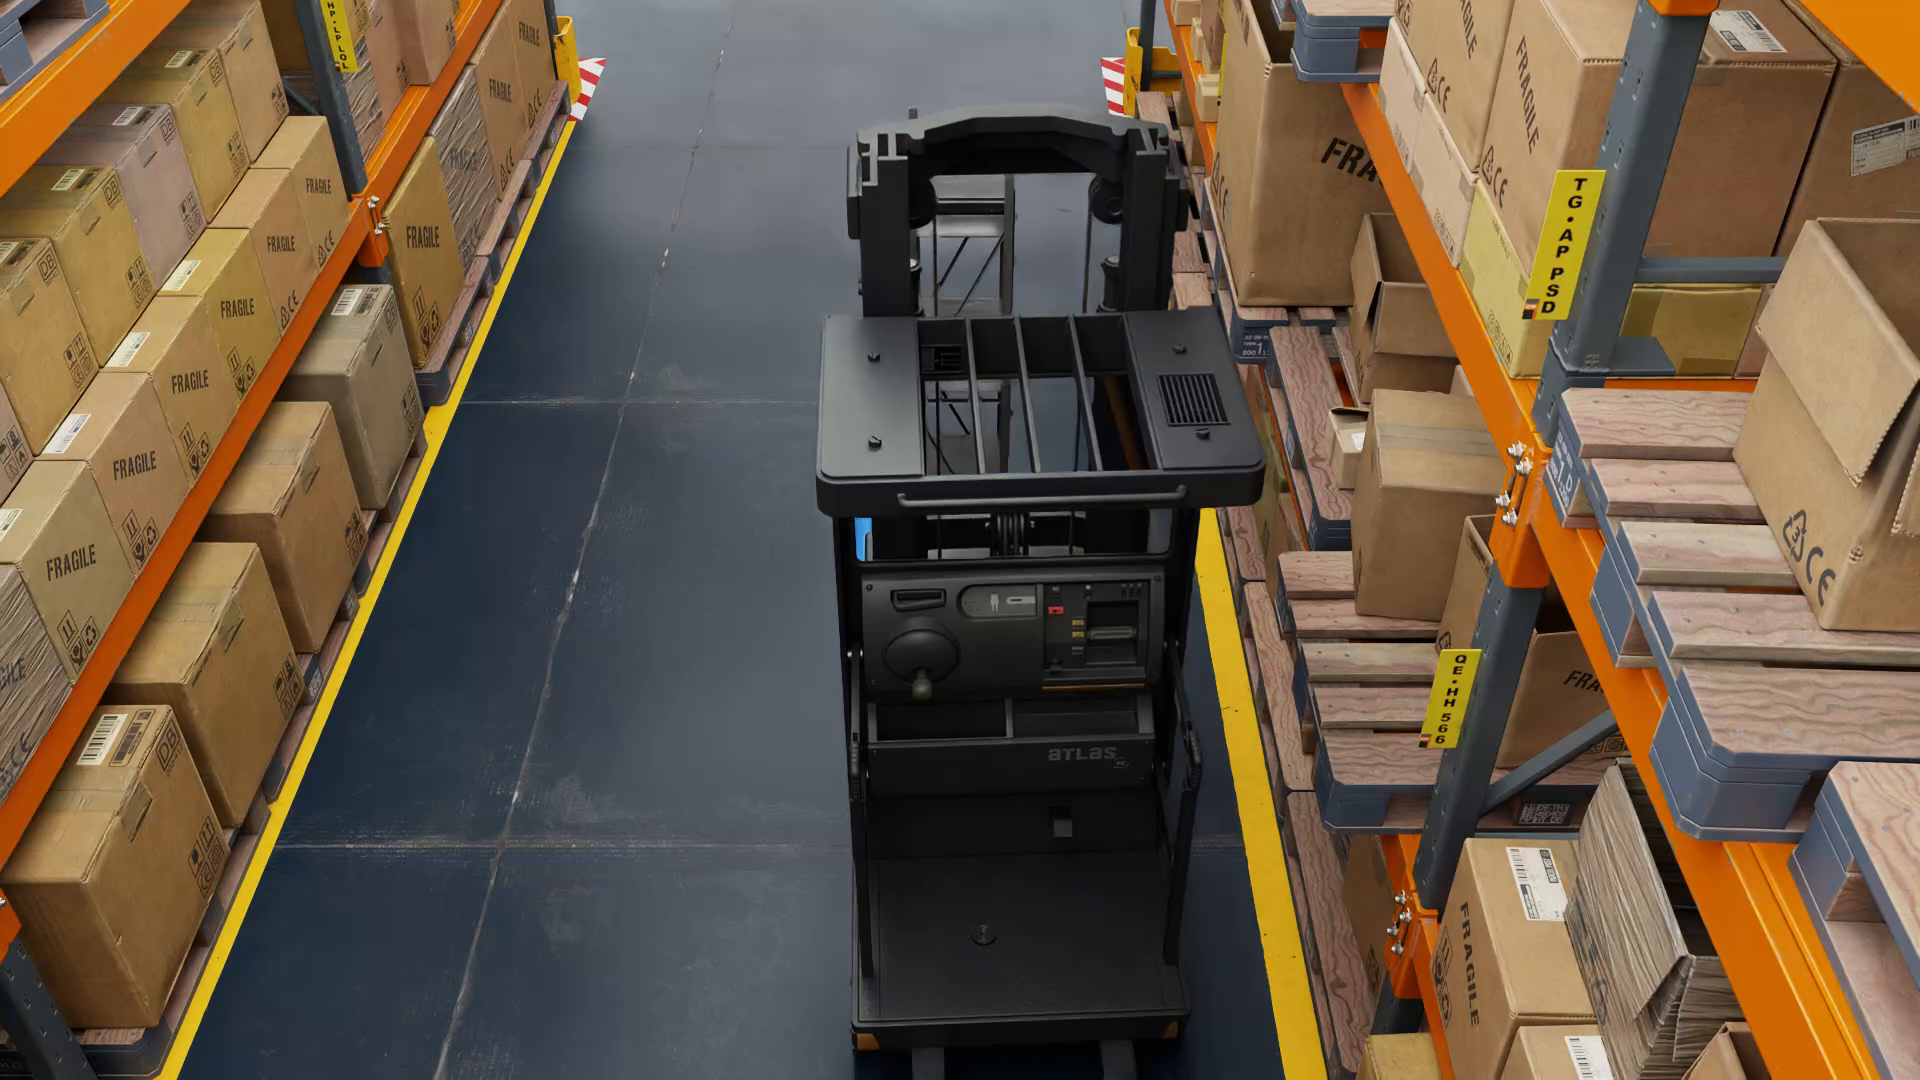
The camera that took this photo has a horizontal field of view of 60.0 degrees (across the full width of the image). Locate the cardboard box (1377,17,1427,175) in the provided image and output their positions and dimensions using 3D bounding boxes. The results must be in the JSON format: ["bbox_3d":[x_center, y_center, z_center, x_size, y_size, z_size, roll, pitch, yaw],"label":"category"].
[{"bbox_3d":[1.467,-1.233,4.612,0.500,0.250,0.500,1,39,1],"label":"cardboard box"}]

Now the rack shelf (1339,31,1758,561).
[{"bbox_3d":[1.722,-1.340,5.201,1.077,0.370,4.000,0,39,0],"label":"rack shelf"}]

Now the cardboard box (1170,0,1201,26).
[{"bbox_3d":[1.382,-2.988,9.281,0.380,0.149,0.250,0,39,0],"label":"cardboard box"}]

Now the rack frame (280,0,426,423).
[{"bbox_3d":[-3.240,-1.761,7.549,1.000,3.000,0.127,0,39,0],"label":"rack frame"}]

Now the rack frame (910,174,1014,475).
[{"bbox_3d":[0.000,-0.563,6.774,0.400,2.100,0.015,0,39,0],"label":"rack frame"}]

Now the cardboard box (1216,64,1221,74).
[{"bbox_3d":[1.514,-2.363,8.501,0.380,0.149,0.250,0,39,0],"label":"cardboard box"}]

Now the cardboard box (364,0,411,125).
[{"bbox_3d":[-3.276,-2.394,8.219,0.875,0.550,0.550,0,39,0],"label":"cardboard box"}]

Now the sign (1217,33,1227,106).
[{"bbox_3d":[1.177,-2.034,7.197,0.100,0.325,0.005,0,39,0],"label":"sign"}]

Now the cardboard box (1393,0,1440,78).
[{"bbox_3d":[1.477,-1.533,4.386,0.500,0.500,0.500,1,39,1],"label":"cardboard box"}]

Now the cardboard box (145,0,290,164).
[{"bbox_3d":[-3.234,-1.880,6.817,0.700,0.500,0.500,-1,39,-1],"label":"cardboard box"}]

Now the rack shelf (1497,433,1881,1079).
[{"bbox_3d":[1.727,1.161,2.079,1.077,0.370,4.000,0,39,0],"label":"rack shelf"}]

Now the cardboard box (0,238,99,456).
[{"bbox_3d":[-3.231,-0.607,5.229,0.700,0.500,0.500,-1,39,-1],"label":"cardboard box"}]

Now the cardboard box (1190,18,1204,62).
[{"bbox_3d":[1.438,-2.676,8.891,0.380,0.149,0.250,0,39,0],"label":"cardboard box"}]

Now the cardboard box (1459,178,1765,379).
[{"bbox_3d":[1.478,-0.609,3.833,0.500,0.250,0.500,0,39,0],"label":"cardboard box"}]

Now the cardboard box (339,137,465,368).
[{"bbox_3d":[-3.171,-1.489,8.573,0.875,0.875,0.875,1,39,1],"label":"cardboard box"}]

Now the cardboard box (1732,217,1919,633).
[{"bbox_3d":[1.797,-0.193,2.775,0.797,0.503,0.637,2,39,3],"label":"cardboard box"}]

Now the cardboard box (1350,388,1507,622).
[{"bbox_3d":[1.583,-0.090,5.047,0.700,0.500,0.500,5,39,7],"label":"cardboard box"}]

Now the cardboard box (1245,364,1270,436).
[{"bbox_3d":[1.699,-0.514,7.639,0.700,0.500,0.500,-3,39,-4],"label":"cardboard box"}]

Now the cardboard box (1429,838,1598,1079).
[{"bbox_3d":[1.453,1.065,3.942,0.500,0.500,0.500,1,39,1],"label":"cardboard box"}]

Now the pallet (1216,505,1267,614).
[{"bbox_3d":[1.722,-0.126,7.739,1.003,0.211,1.213,0,39,0],"label":"pallet"}]

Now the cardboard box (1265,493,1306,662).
[{"bbox_3d":[1.682,0.135,6.831,0.700,0.500,0.500,-3,39,-4],"label":"cardboard box"}]

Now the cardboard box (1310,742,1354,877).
[{"bbox_3d":[1.690,0.838,5.953,0.700,0.500,0.500,-3,39,-4],"label":"cardboard box"}]

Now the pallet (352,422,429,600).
[{"bbox_3d":[-3.164,-0.190,7.819,1.003,0.211,1.213,0,39,0],"label":"pallet"}]

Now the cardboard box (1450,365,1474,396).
[{"bbox_3d":[1.952,-0.354,5.577,0.500,0.250,0.500,-1,39,-1],"label":"cardboard box"}]

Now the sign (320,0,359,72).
[{"bbox_3d":[-2.698,-2.188,7.220,0.100,0.325,0.005,0,39,0],"label":"sign"}]

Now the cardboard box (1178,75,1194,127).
[{"bbox_3d":[1.699,-3.001,10.759,0.500,0.500,0.500,7,39,8],"label":"cardboard box"}]

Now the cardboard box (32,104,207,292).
[{"bbox_3d":[-3.231,-1.242,6.022,0.700,0.500,0.500,0,39,0],"label":"cardboard box"}]

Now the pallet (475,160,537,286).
[{"bbox_3d":[-3.167,-1.913,9.969,1.003,0.211,1.213,0,39,0],"label":"pallet"}]

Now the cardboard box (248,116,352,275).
[{"bbox_3d":[-2.972,-1.474,7.111,0.500,0.500,0.500,0,39,0],"label":"cardboard box"}]

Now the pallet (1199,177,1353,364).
[{"bbox_3d":[1.575,-1.148,6.938,1.003,0.211,1.213,0,39,0],"label":"pallet"}]

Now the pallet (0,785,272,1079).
[{"bbox_3d":[-3.161,1.336,5.915,1.003,0.211,1.213,0,39,0],"label":"pallet"}]

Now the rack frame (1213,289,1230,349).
[{"bbox_3d":[1.720,-1.701,7.474,1.000,3.000,0.127,0,39,0],"label":"rack frame"}]

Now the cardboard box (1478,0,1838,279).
[{"bbox_3d":[1.474,-0.903,3.599,0.500,0.500,0.500,1,39,1],"label":"cardboard box"}]

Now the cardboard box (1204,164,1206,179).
[{"bbox_3d":[1.716,-2.235,9.804,0.500,0.500,0.500,3,39,4],"label":"cardboard box"}]

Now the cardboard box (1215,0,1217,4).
[{"bbox_3d":[1.442,-2.840,7.778,0.500,0.500,0.500,0,39,0],"label":"cardboard box"}]

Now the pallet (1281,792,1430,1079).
[{"bbox_3d":[1.725,1.400,5.835,1.003,0.211,1.213,0,39,0],"label":"pallet"}]

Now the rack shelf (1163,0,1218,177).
[{"bbox_3d":[1.717,-2.671,9.260,1.077,0.370,4.000,0,39,0],"label":"rack shelf"}]

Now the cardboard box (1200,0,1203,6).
[{"bbox_3d":[1.755,-3.076,8.872,0.875,0.500,0.500,0,39,0],"label":"cardboard box"}]

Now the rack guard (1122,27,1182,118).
[{"bbox_3d":[1.715,-3.180,11.318,1.175,0.500,0.348,0,39,0],"label":"rack guard"}]

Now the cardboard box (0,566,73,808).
[{"bbox_3d":[-2.966,0.420,4.747,0.500,0.500,0.500,0,39,0],"label":"cardboard box"}]

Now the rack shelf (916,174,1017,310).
[{"bbox_3d":[0.000,-1.251,6.535,0.431,0.518,0.480,0,39,0],"label":"rack shelf"}]

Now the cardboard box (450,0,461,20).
[{"bbox_3d":[-3.260,-3.063,9.054,0.875,0.550,0.500,0,39,0],"label":"cardboard box"}]

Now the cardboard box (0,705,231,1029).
[{"bbox_3d":[-3.146,1.074,5.475,1.050,0.750,0.750,-1,39,-1],"label":"cardboard box"}]

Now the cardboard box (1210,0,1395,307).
[{"bbox_3d":[1.581,-1.602,6.535,1.000,1.000,1.000,0,39,0],"label":"cardboard box"}]

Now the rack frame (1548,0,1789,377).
[{"bbox_3d":[1.724,-1.541,2.477,1.000,3.000,0.127,0,39,0],"label":"rack frame"}]

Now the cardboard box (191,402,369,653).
[{"bbox_3d":[-3.152,-0.056,6.884,1.050,0.750,0.750,0,39,0],"label":"cardboard box"}]

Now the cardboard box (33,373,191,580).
[{"bbox_3d":[-2.970,-0.213,5.537,0.500,0.500,0.500,0,39,0],"label":"cardboard box"}]

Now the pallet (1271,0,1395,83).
[{"bbox_3d":[1.618,-1.764,5.304,1.213,0.211,1.003,0,39,0],"label":"pallet"}]

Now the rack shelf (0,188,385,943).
[{"bbox_3d":[-3.238,-0.230,6.213,1.077,0.370,4.000,0,39,0],"label":"rack shelf"}]

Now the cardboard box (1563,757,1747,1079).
[{"bbox_3d":[1.709,0.827,3.437,0.797,0.503,0.637,1,39,1],"label":"cardboard box"}]

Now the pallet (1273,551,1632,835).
[{"bbox_3d":[1.617,0.429,4.969,1.213,0.211,1.003,0,39,0],"label":"pallet"}]

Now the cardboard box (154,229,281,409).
[{"bbox_3d":[-2.971,-0.842,6.322,0.500,0.500,0.500,0,39,0],"label":"cardboard box"}]

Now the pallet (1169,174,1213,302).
[{"bbox_3d":[1.679,-1.798,9.825,1.003,0.211,1.213,0,39,0],"label":"pallet"}]

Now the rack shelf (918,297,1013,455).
[{"bbox_3d":[0.000,-0.705,6.973,0.431,0.518,0.480,0,39,0],"label":"rack shelf"}]

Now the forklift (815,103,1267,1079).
[{"bbox_3d":[0.178,0.362,4.955,1.130,2.935,3.031,-2,39,-2],"label":"forklift"}]

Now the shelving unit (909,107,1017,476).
[{"bbox_3d":[0.000,-0.716,6.964,0.431,2.100,0.503,0,39,0],"label":"shelving unit"}]

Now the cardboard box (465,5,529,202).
[{"bbox_3d":[-3.175,-2.623,9.988,0.875,0.875,0.875,-1,39,-1],"label":"cardboard box"}]
